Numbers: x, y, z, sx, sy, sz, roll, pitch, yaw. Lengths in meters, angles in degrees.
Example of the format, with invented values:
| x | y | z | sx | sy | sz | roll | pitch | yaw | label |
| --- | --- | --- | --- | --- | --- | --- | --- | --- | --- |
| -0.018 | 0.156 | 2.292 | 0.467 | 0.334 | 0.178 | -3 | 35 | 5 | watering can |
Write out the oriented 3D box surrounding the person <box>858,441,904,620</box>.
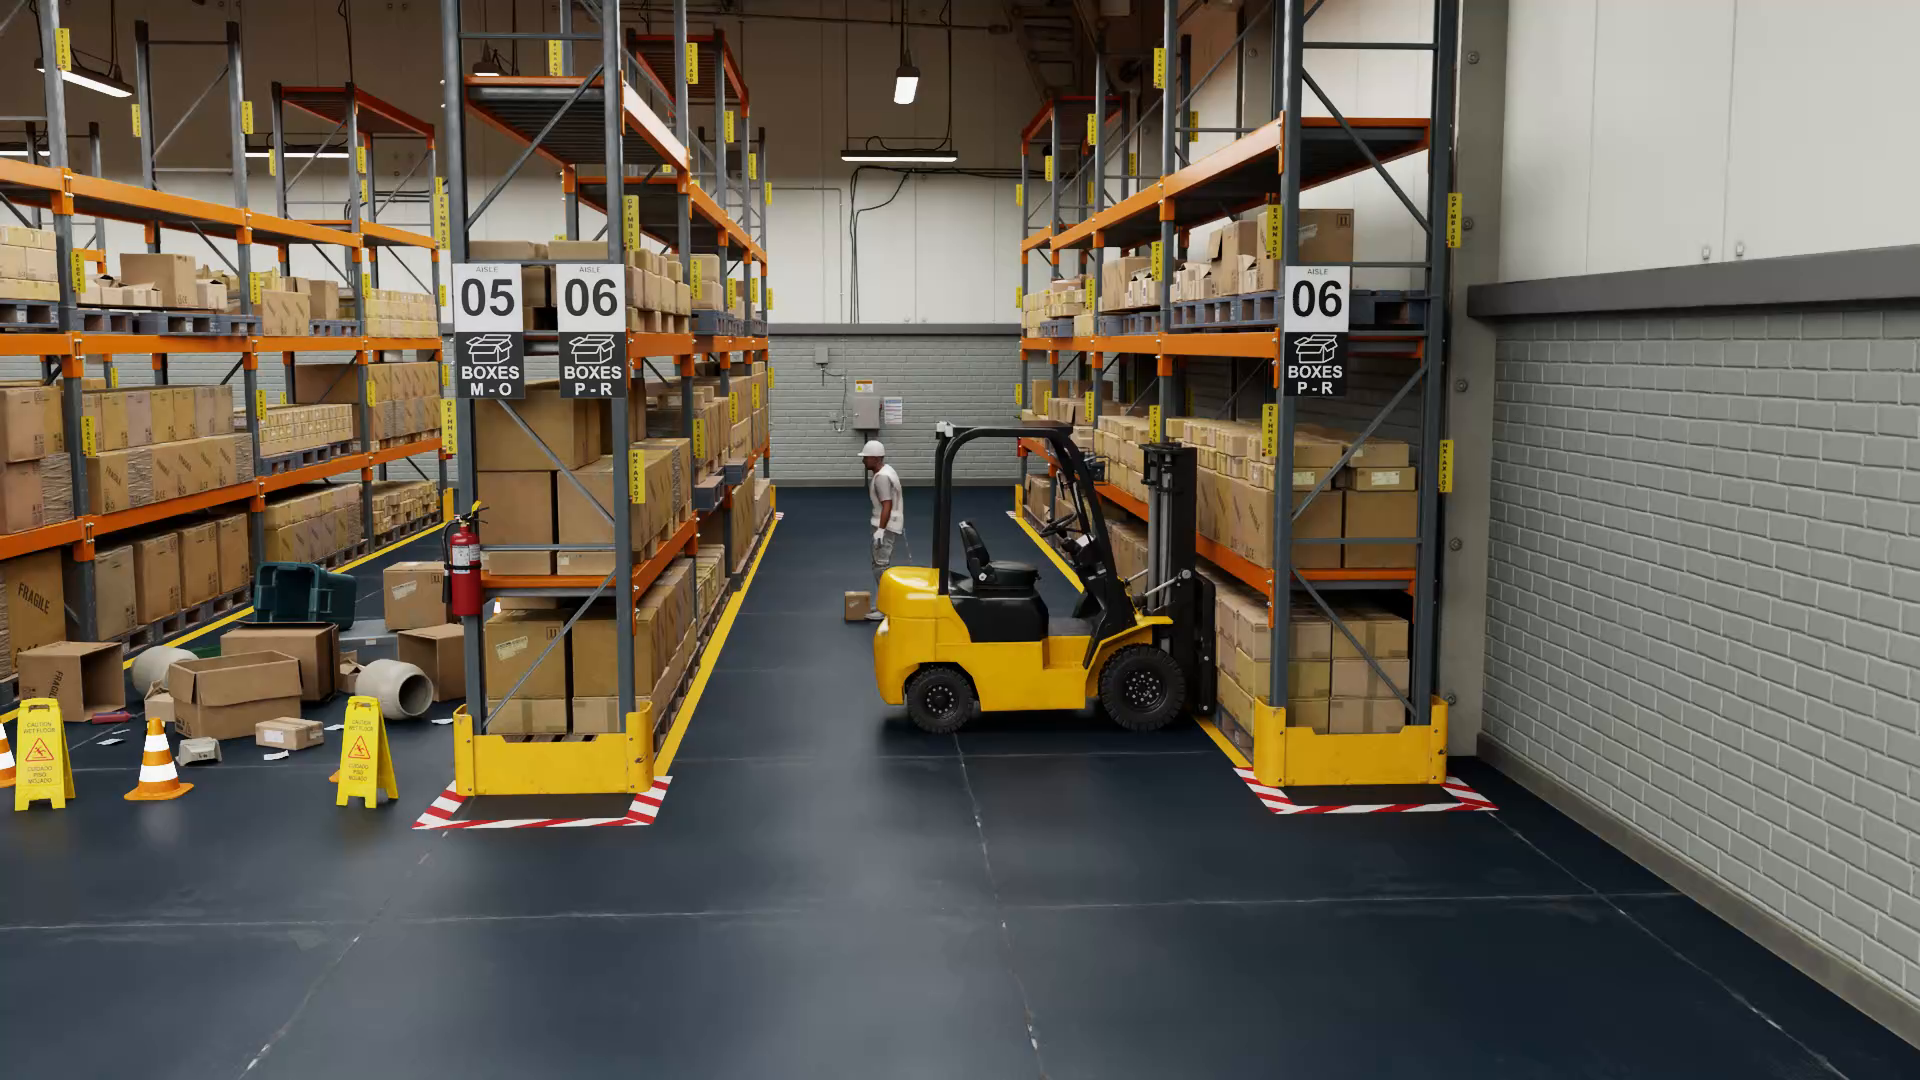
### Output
| x | y | z | sx | sy | sz | roll | pitch | yaw | label |
| --- | --- | --- | --- | --- | --- | --- | --- | --- | --- |
| -0.788 | -0.102 | 16.559 | 0.451 | 1.773 | 0.615 | 0 | 7 | -4 | person |
